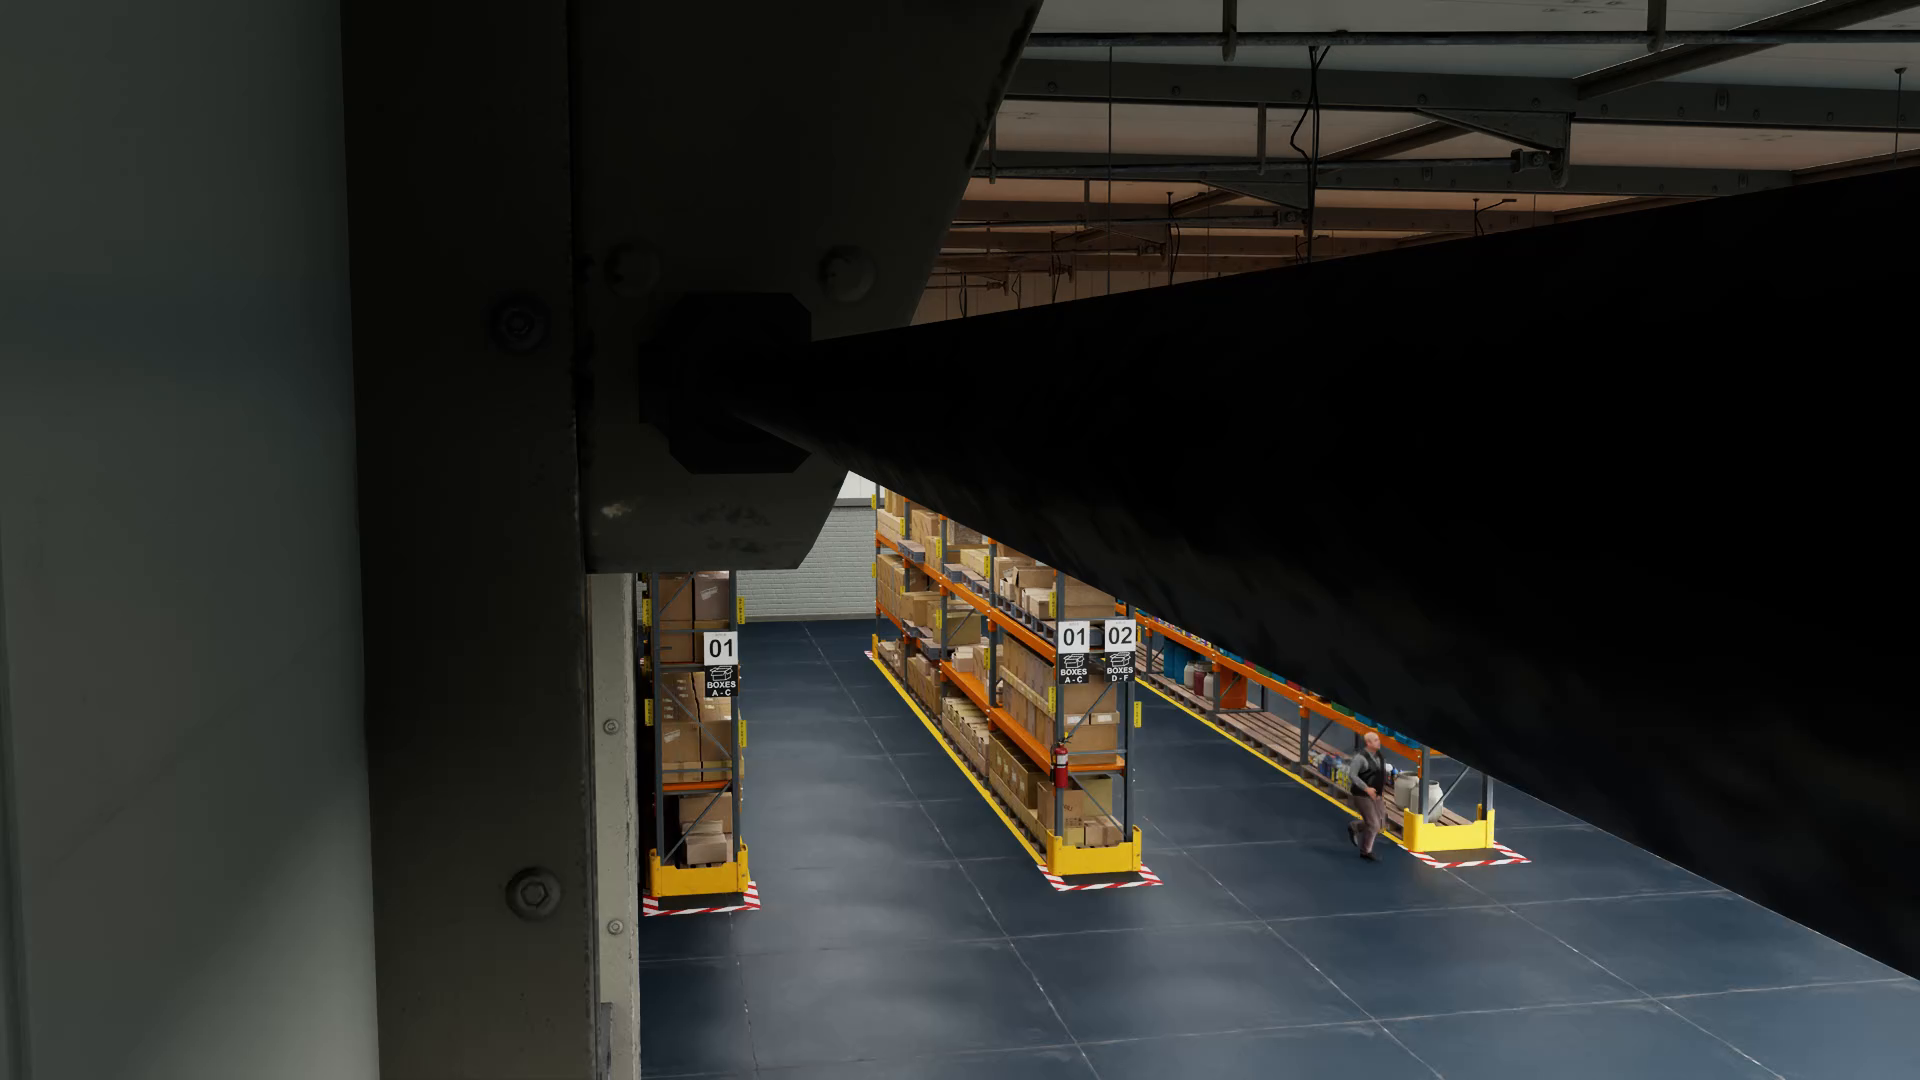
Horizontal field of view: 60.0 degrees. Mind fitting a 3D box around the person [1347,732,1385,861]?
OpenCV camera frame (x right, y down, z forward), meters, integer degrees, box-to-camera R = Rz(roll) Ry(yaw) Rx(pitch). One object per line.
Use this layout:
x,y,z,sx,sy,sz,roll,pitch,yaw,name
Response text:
5.240,3.300,21.520,0.664,1.680,0.625,-5,8,-42,person
